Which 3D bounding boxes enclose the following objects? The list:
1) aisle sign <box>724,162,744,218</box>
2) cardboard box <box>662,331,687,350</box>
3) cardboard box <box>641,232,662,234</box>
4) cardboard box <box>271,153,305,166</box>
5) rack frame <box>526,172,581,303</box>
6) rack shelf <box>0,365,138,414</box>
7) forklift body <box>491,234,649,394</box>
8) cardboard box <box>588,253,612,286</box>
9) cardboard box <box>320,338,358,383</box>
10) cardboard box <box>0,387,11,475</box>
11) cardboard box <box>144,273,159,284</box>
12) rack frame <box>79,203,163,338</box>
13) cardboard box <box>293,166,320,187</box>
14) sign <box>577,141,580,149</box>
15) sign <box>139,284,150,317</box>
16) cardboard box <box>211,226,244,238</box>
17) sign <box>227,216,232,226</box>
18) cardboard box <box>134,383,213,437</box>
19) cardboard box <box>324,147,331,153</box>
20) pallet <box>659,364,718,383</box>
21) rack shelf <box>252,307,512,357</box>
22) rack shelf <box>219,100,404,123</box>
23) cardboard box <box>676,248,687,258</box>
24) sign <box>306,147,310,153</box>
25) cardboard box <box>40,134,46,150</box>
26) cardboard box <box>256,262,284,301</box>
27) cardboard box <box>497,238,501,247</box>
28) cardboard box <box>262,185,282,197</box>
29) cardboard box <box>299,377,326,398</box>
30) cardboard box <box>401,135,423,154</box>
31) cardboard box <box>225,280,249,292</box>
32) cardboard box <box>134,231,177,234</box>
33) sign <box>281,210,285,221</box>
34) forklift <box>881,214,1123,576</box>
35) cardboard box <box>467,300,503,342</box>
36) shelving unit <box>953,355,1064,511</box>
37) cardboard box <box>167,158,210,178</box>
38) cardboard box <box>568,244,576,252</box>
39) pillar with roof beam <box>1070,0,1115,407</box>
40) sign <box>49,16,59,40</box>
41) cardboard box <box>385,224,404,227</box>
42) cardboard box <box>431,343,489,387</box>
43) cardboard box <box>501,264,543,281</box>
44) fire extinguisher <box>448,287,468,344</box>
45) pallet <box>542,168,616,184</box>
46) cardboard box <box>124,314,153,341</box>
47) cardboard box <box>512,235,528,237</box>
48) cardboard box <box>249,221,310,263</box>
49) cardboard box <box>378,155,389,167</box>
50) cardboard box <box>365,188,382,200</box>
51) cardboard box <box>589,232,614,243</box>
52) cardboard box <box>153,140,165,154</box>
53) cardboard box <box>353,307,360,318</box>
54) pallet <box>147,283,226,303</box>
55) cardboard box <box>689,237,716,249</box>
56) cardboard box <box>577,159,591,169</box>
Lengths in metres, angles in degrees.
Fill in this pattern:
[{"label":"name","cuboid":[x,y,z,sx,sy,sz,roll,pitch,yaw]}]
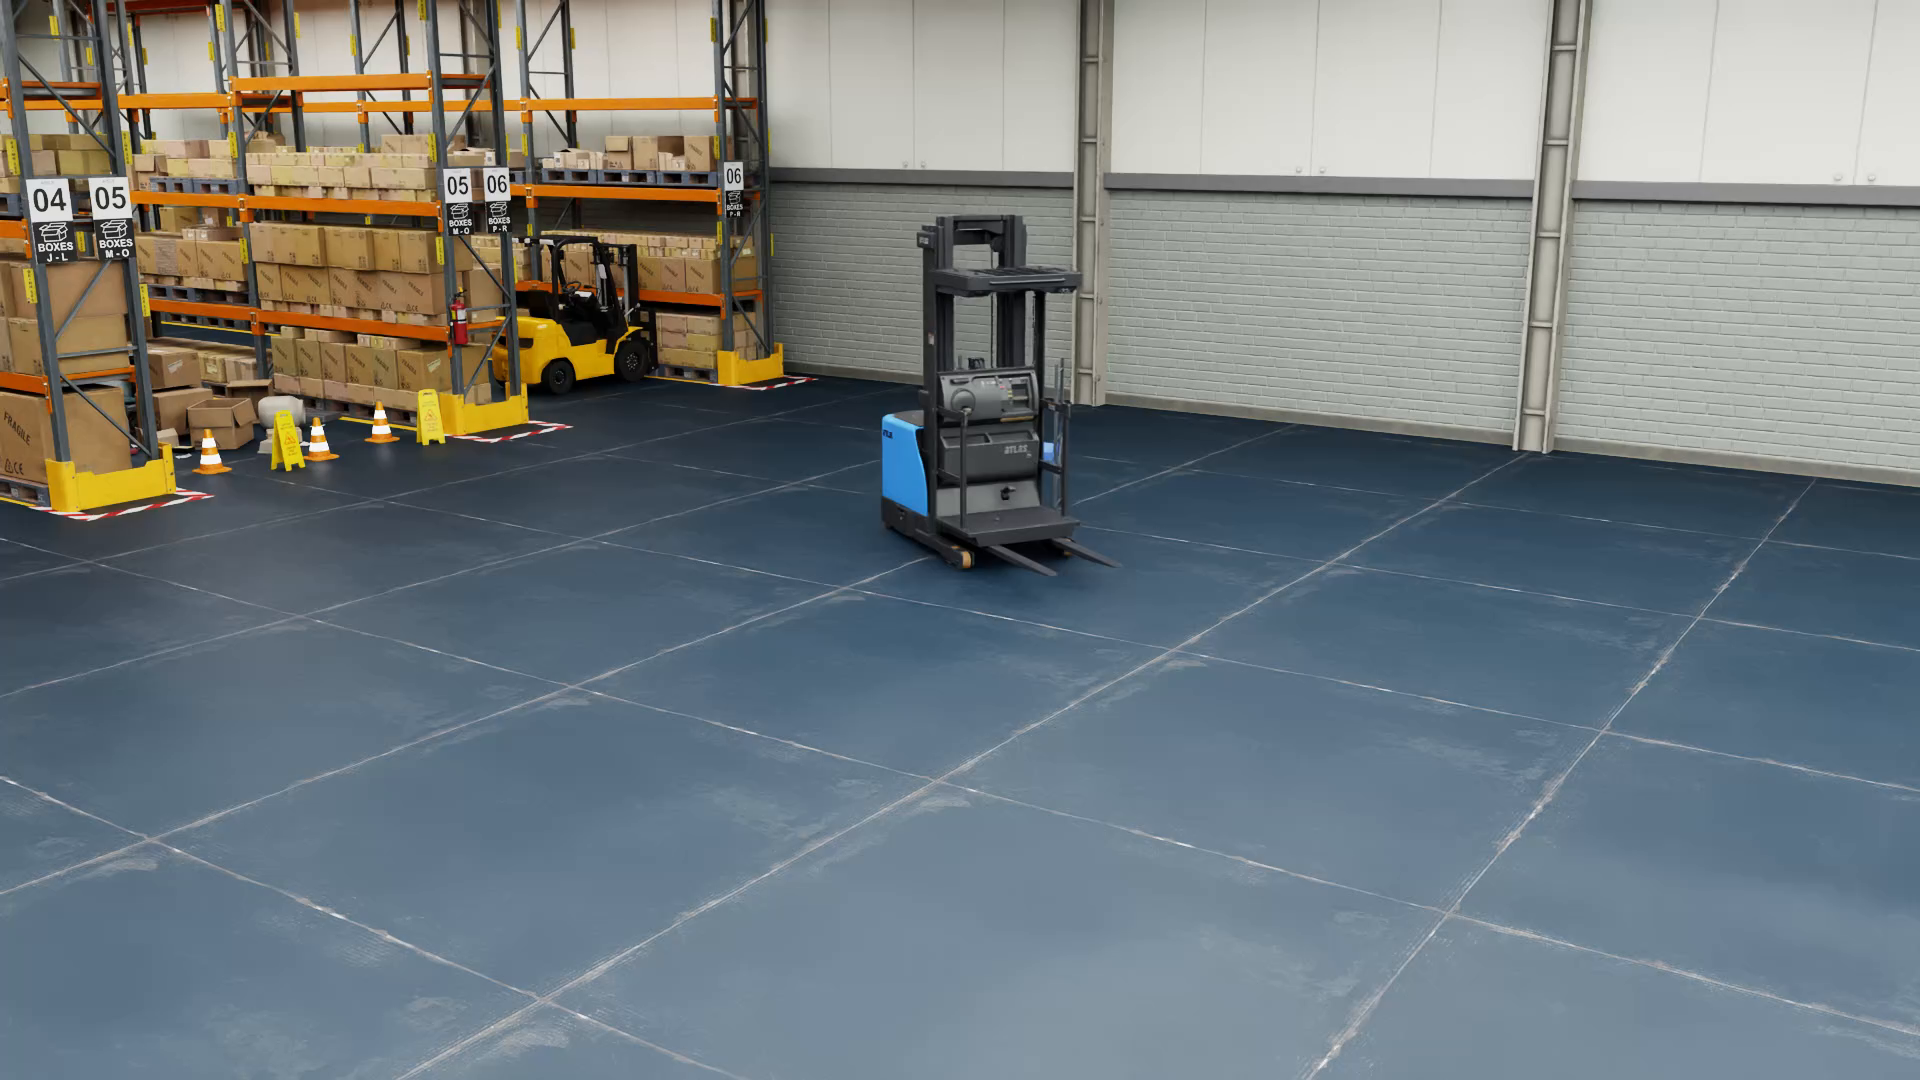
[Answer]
[{"label":"aisle sign","cuboid":[-3.258,-5.049,23.993,0.004,0.787,0.394,9,17,33]},{"label":"cardboard box","cuboid":[-4.137,-3.039,25.090,0.500,0.250,0.500,9,17,32]},{"label":"cardboard box","cuboid":[-4.796,-4.698,25.807,0.250,0.149,0.380,10,17,34]},{"label":"cardboard box","cuboid":[-8.709,-4.948,21.617,0.250,0.149,0.380,9,16,31]},{"label":"rack frame","cuboid":[-6.467,-4.391,26.745,0.127,3.000,1.000,9,17,33]},{"label":"rack shelf","cuboid":[-10.254,-1.783,17.706,4.000,0.370,1.077,9,17,33]},{"label":"forklift body","cuboid":[-5.740,-3.333,24.238,1.214,2.155,2.313,9,17,33]},{"label":"cardboard box","cuboid":[-5.383,-4.194,25.740,0.500,0.500,0.500,9,17,32]},{"label":"cardboard box","cuboid":[-8.015,-2.361,21.835,0.500,0.500,0.500,10,17,36]},{"label":"cardboard box","cuboid":[-9.925,-1.231,17.530,0.875,0.875,0.875,9,16,32]},{"label":"cardboard box","cuboid":[-11.510,-3.790,23.967,0.250,0.149,0.380,10,17,36]},{"label":"rack frame","cuboid":[-12.553,-3.937,24.912,0.127,3.000,1.000,9,17,33]},{"label":"cardboard box","cuboid":[-8.181,-4.678,21.354,0.500,0.250,0.500,9,17,33]},{"label":"sign","cuboid":[-6.159,-6.247,26.761,0.005,0.325,0.100,9,17,33]},{"label":"sign","cuboid":[-8.279,-2.432,16.866,0.005,0.325,0.100,9,17,33]},{"label":"cardboard box","cuboid":[-10.386,-4.371,23.614,0.250,0.149,0.380,10,17,36]},{"label":"sign","cuboid":[-13.402,-5.775,30.534,0.005,0.325,0.100,9,17,33]},{"label":"cardboard box","cuboid":[-9.566,-1.573,20.274,0.503,0.637,0.797,9,17,33]},{"label":"cardboard box","cuboid":[-10.832,-6.760,28.936,0.250,0.149,0.380,9,16,32]},{"label":"pallet","cuboid":[-3.806,-2.595,25.293,1.213,0.211,1.003,9,17,33]},{"label":"rack shelf","cuboid":[-7.575,-2.783,21.748,4.000,0.370,1.077,9,17,33]},{"label":"rack shelf","cuboid":[-11.446,-7.564,29.409,4.000,0.370,1.077,9,17,33]},{"label":"cardboard box","cuboid":[-4.002,-4.284,24.754,0.250,0.149,0.380,10,17,34]},{"label":"sign","cuboid":[-8.938,-5.217,22.763,0.005,0.325,0.100,9,17,33]},{"label":"cardboard box","cuboid":[-9.113,-4.013,16.759,0.250,0.149,0.380,9,16,32]},{"label":"cardboard box","cuboid":[-9.025,-3.479,22.234,0.500,0.500,0.500,9,17,33]},{"label":"cardboard box","cuboid":[-7.273,-4.830,26.961,0.250,0.149,0.380,9,17,33]},{"label":"cardboard box","cuboid":[-8.928,-4.597,21.859,0.250,0.149,0.380,9,17,33]},{"label":"cardboard box","cuboid":[-8.446,-2.067,22.207,0.500,0.250,0.500,10,17,36]},{"label":"cardboard box","cuboid":[-8.847,-6.491,27.695,0.500,0.500,0.700,9,16,32]},{"label":"cardboard box","cuboid":[-9.815,-3.496,22.781,0.250,0.149,0.380,9,17,34]},{"label":"cardboard box","cuboid":[-12.021,-4.328,24.791,0.500,0.500,0.500,9,16,31]},{"label":"sign","cuboid":[-12.799,-6.137,31.389,0.005,0.325,0.100,9,17,33]},{"label":"forklift","cuboid":[0.355,-1.286,14.344,1.130,2.935,3.031,-7,15,-25]},{"label":"cardboard box","cuboid":[-8.171,-3.716,28.086,0.625,0.625,0.875,8,16,31]},{"label":"shelving unit","cuboid":[0.455,-1.013,16.222,1.048,1.500,0.538,3,14,10]},{"label":"cardboard box","cuboid":[-10.639,-5.175,23.107,0.500,0.250,0.500,9,17,34]},{"label":"cardboard box","cuboid":[-5.902,-4.595,26.013,0.250,0.149,0.380,9,17,33]},{"label":"pillar with roof beam","cuboid":[-0.647,-5.377,18.242,0.400,9.000,9.100,9,17,33]},{"label":"sign","cuboid":[-12.860,-7.268,23.611,0.005,0.325,0.100,9,17,33]},{"label":"cardboard box","cuboid":[-10.126,-5.280,29.254,0.500,0.500,0.500,10,17,35]},{"label":"cardboard box","cuboid":[-6.450,-2.264,21.440,0.500,0.500,0.500,9,16,31]},{"label":"cardboard box","cuboid":[-7.031,-4.333,26.825,0.500,0.250,0.500,10,17,34]},{"label":"fire extinguisher","cuboid":[-6.078,-2.719,20.154,0.183,0.674,0.296,9,17,33]},{"label":"pallet","cuboid":[-5.745,-5.695,25.954,1.213,0.211,1.003,9,17,33]},{"label":"cardboard box","cuboid":[-13.080,-3.219,25.558,0.875,0.875,0.875,9,17,32]},{"label":"cardboard box","cuboid":[-7.263,-4.954,27.463,0.250,0.149,0.380,9,17,32]},{"label":"cardboard box","cuboid":[-8.990,-3.977,22.164,0.500,0.500,0.700,9,17,32]},{"label":"cardboard box","cuboid":[-6.957,-4.689,20.570,0.250,0.149,0.380,9,17,33]},{"label":"cardboard box","cuboid":[-7.200,-4.331,20.783,0.250,0.149,0.380,9,17,32]},{"label":"cardboard box","cuboid":[-5.498,-4.663,25.667,0.250,0.149,0.380,9,16,32]},{"label":"cardboard box","cuboid":[-14.932,-7.458,31.545,0.500,0.250,0.500,10,17,34]},{"label":"cardboard box","cuboid":[-7.603,-2.959,21.482,0.250,0.149,0.380,9,17,33]},{"label":"pallet","cuboid":[-10.888,-3.587,23.895,1.213,0.211,1.003,9,17,33]},{"label":"cardboard box","cuboid":[-3.785,-4.395,24.585,0.250,0.149,0.380,9,17,33]},{"label":"cardboard box","cuboid":[-5.627,-5.753,25.448,0.250,0.149,0.380,10,17,34]}]
